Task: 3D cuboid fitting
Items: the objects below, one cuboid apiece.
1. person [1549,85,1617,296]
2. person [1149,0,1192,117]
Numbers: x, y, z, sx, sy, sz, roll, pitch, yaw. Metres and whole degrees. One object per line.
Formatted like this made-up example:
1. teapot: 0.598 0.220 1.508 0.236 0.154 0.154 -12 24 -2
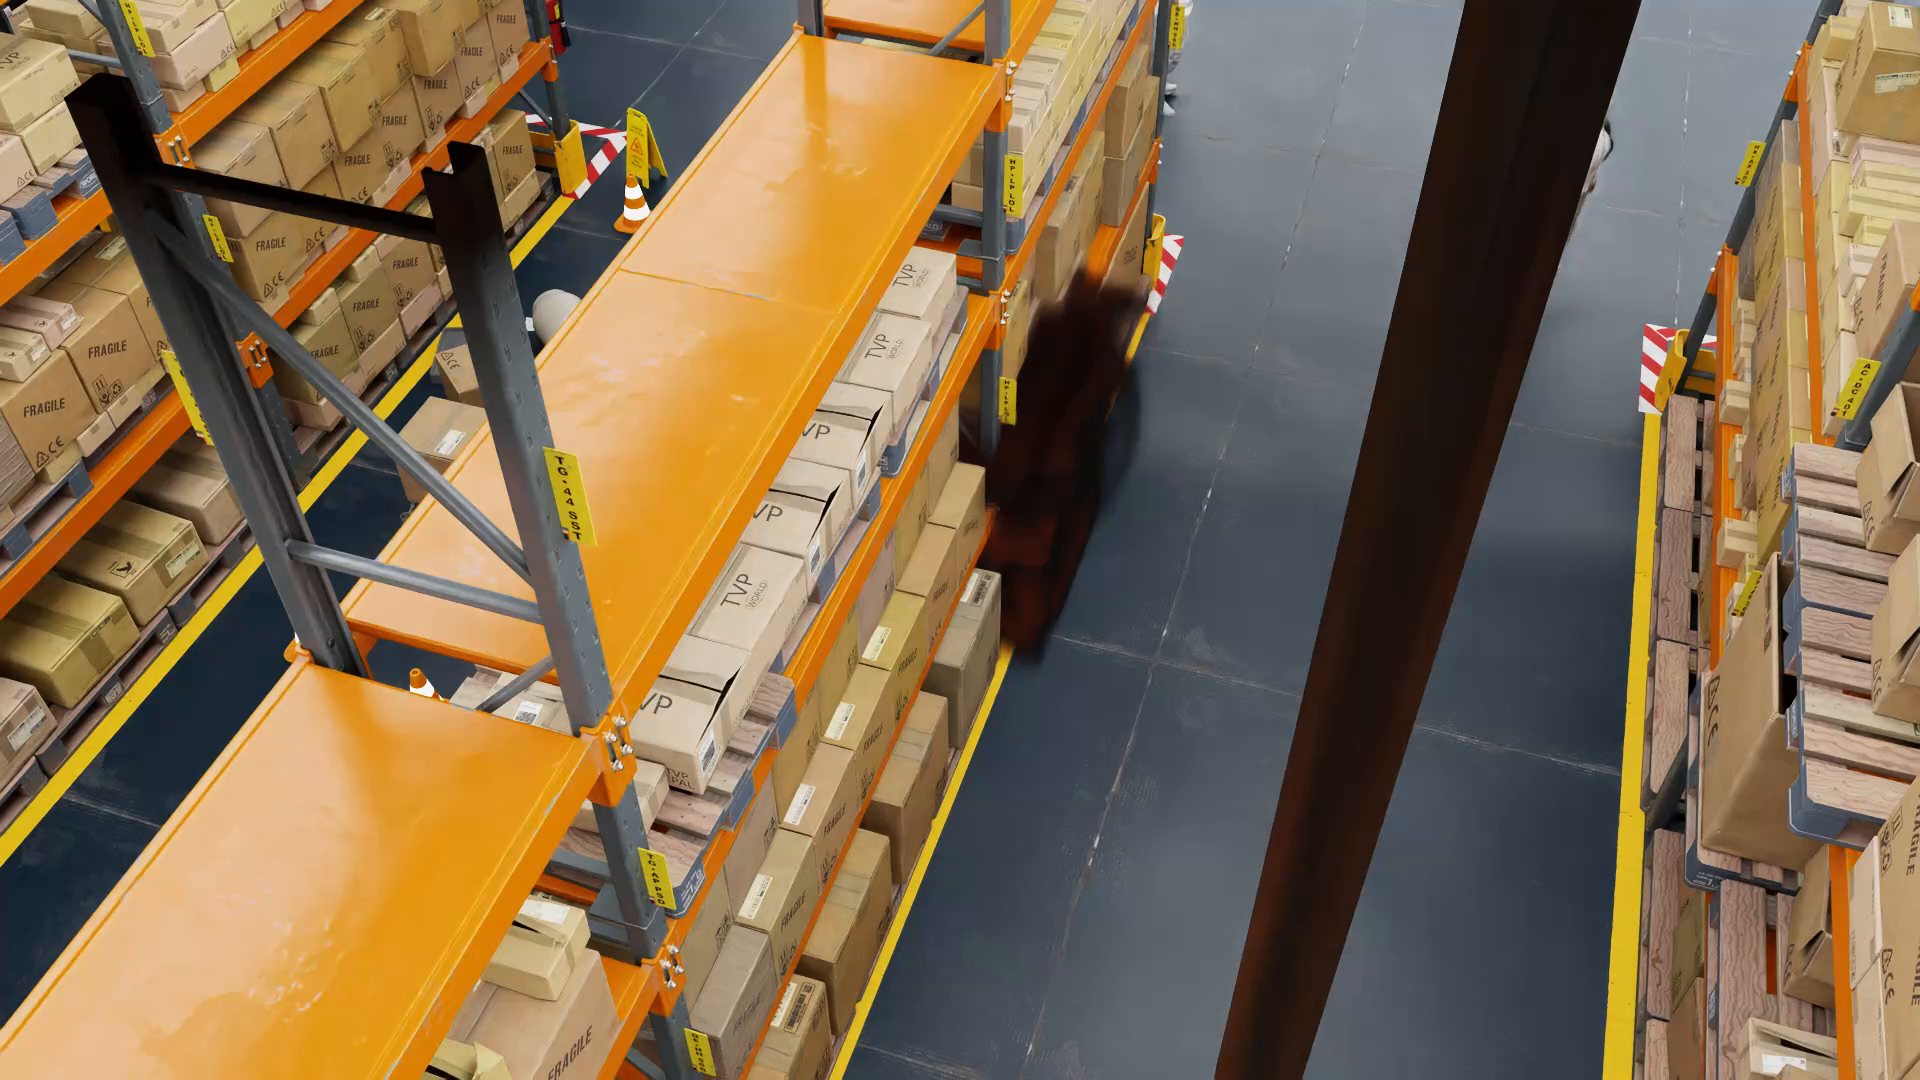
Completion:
1. person: 4.446 -2.595 12.120 0.381 1.694 0.504 27 51 24
2. person: 1.823 -4.567 14.354 0.368 1.819 0.672 3 46 3
